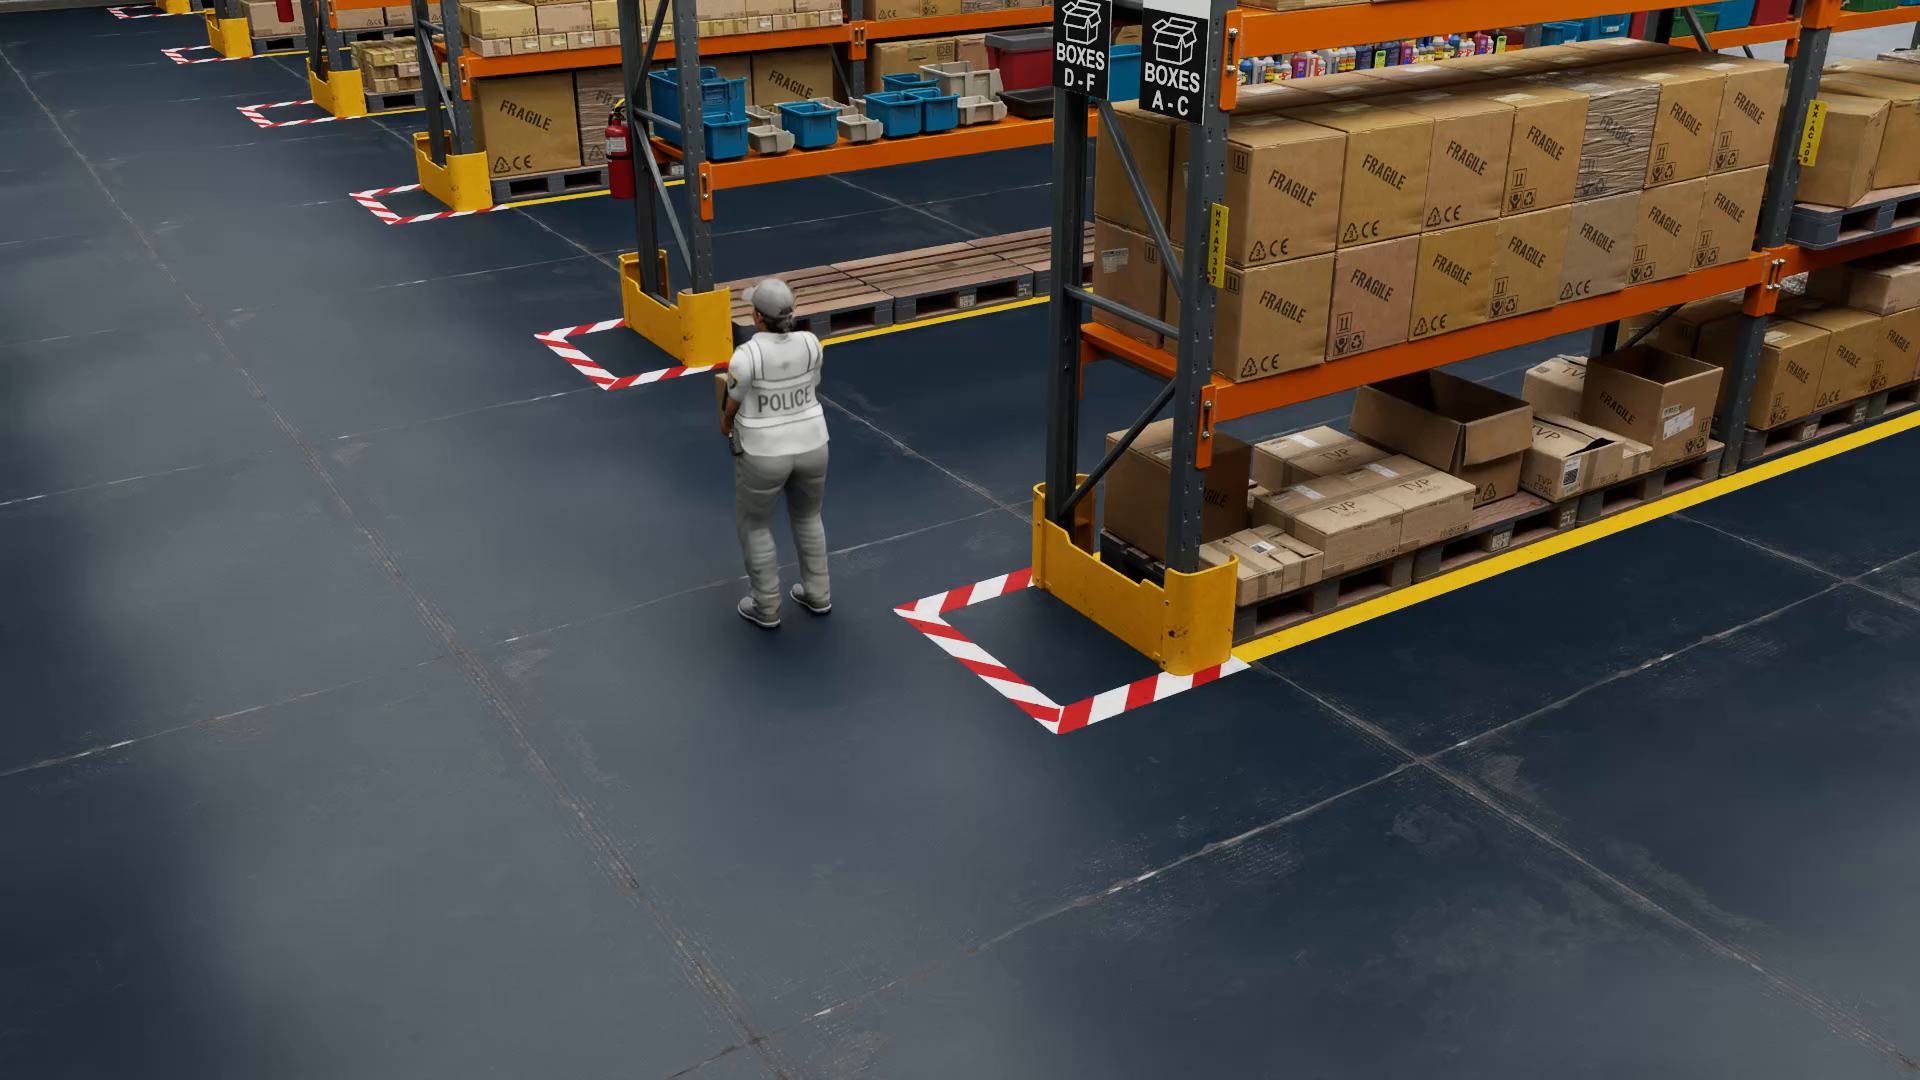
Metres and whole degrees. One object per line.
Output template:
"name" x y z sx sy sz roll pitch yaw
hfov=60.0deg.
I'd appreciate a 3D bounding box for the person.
"person" -0.862 -0.422 7.624 0.454 1.655 0.535 -15 29 -29
